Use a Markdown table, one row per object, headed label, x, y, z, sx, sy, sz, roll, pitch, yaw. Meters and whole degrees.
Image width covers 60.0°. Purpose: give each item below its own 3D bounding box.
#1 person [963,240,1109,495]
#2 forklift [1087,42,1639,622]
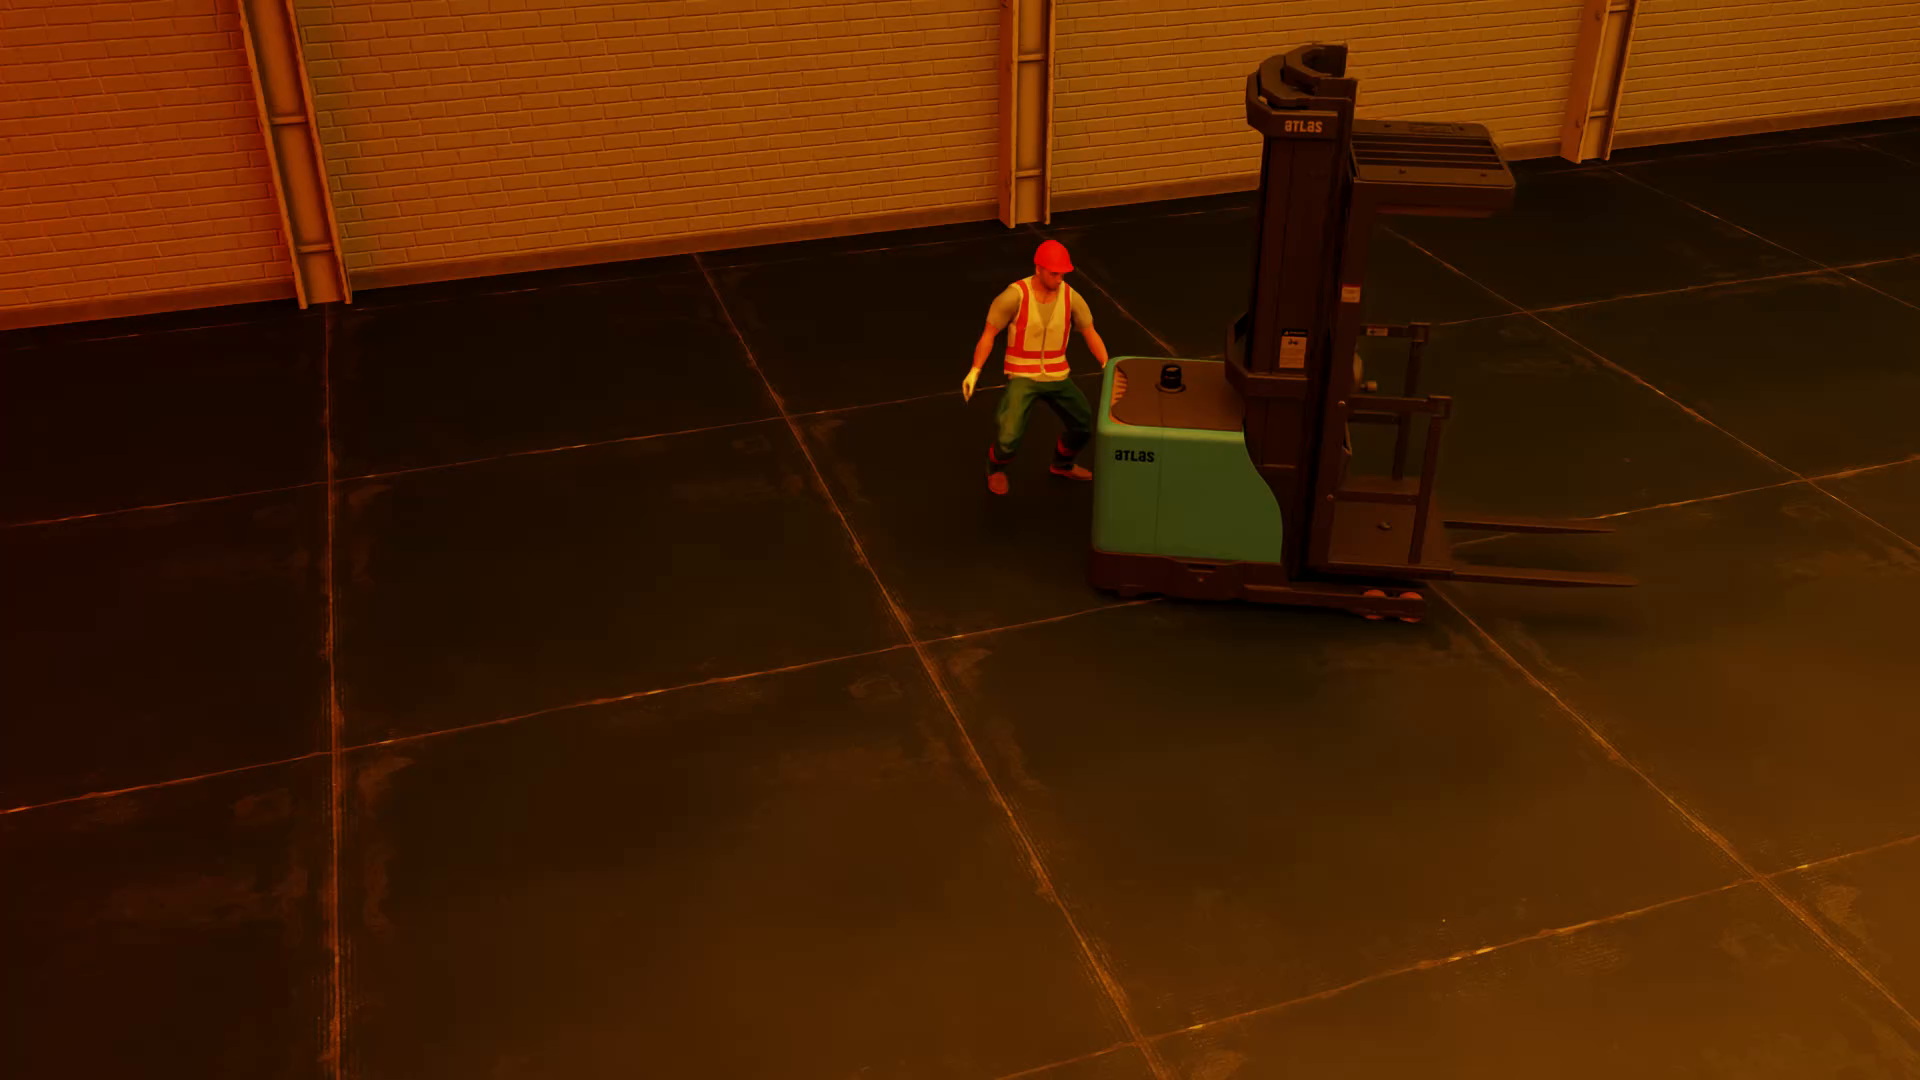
| label | x | y | z | sx | sy | sz | roll | pitch | yaw |
| --- | --- | --- | --- | --- | --- | --- | --- | --- | --- |
| person | 0.495 | -1.012 | 10.132 | 0.968 | 1.669 | 0.600 | -7 | 31 | -11 |
| forklift | 2.283 | -1.096 | 8.992 | 3.031 | 2.935 | 1.130 | 4 | 30 | 7 |
